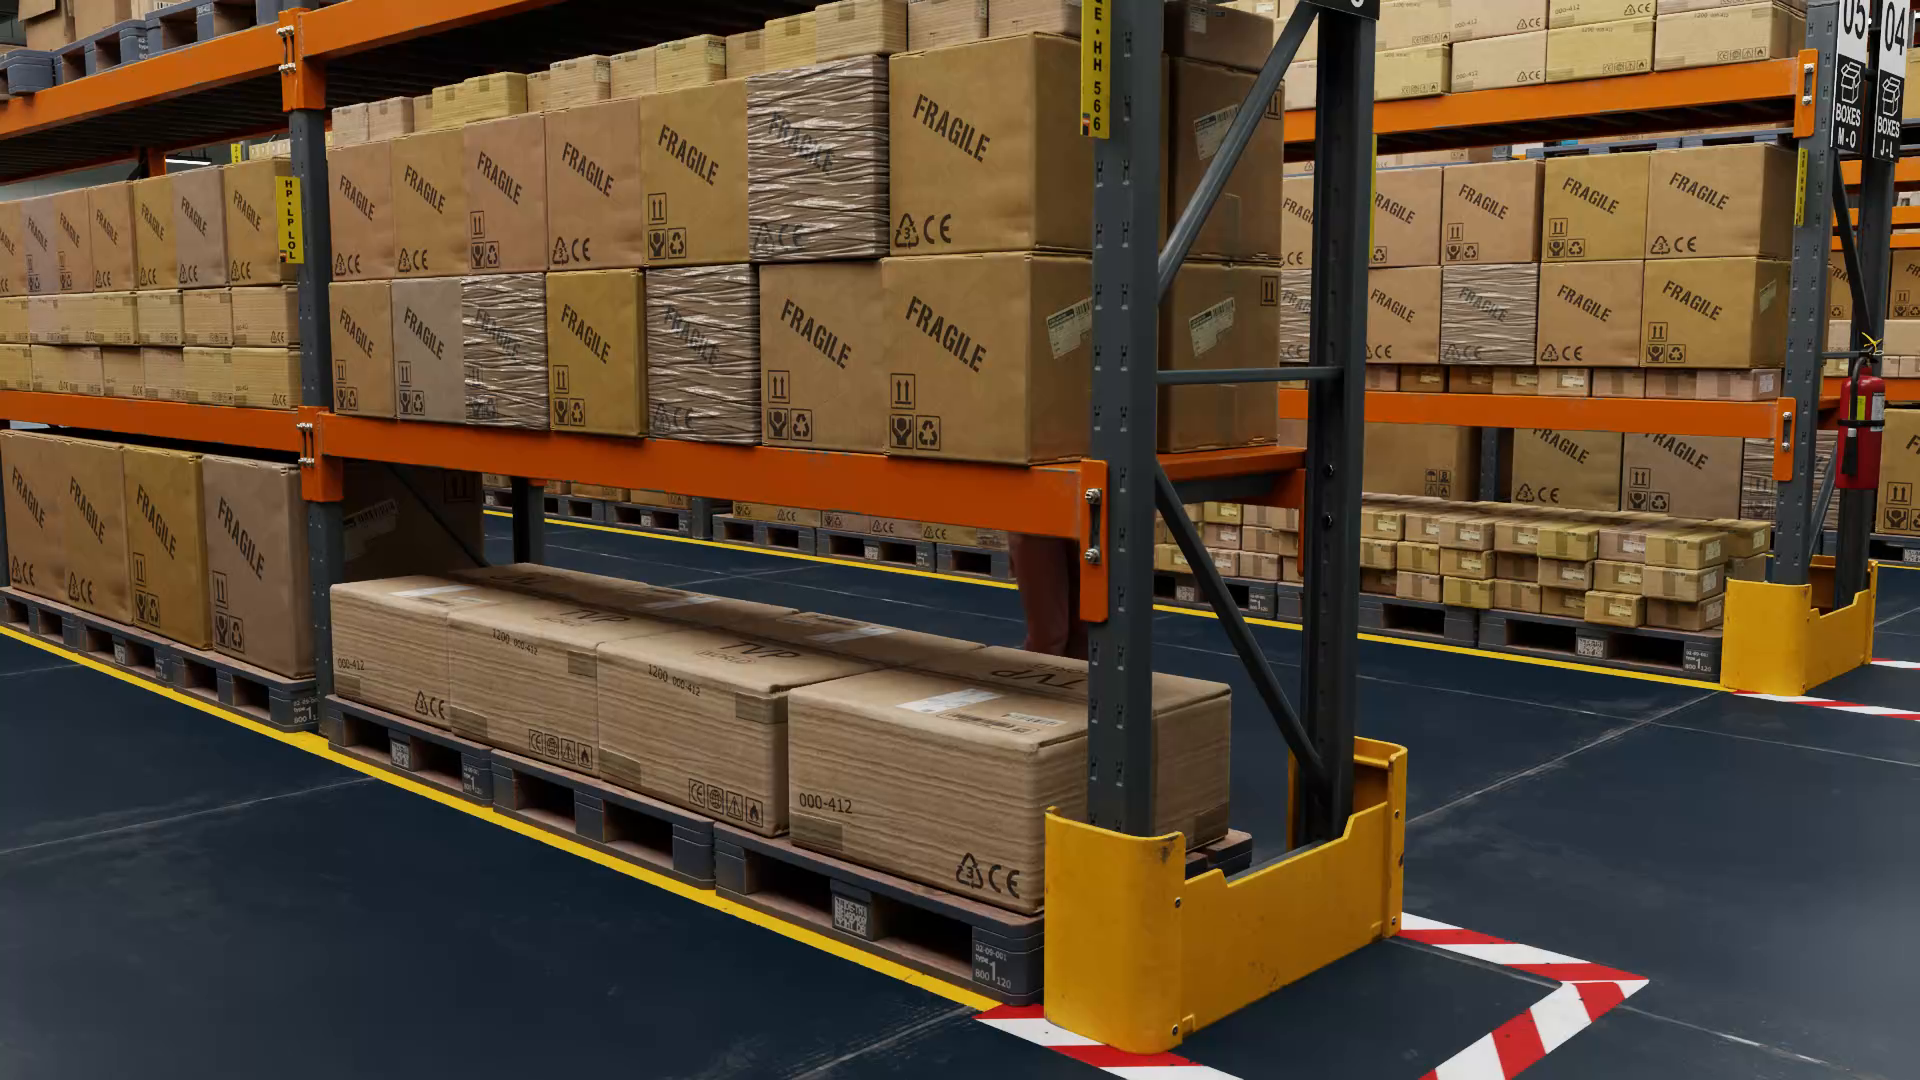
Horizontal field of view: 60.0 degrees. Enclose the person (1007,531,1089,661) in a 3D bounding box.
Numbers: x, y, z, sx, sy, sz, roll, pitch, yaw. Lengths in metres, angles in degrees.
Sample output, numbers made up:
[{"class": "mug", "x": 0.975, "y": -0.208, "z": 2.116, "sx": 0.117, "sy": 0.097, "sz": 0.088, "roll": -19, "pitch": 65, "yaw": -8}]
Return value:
[{"class": "person", "x": 0.425, "y": 0.007, "z": 6.262, "sx": 0.514, "sy": 1.669, "sz": 0.406, "roll": 7, "pitch": 10, "yaw": 44}]
